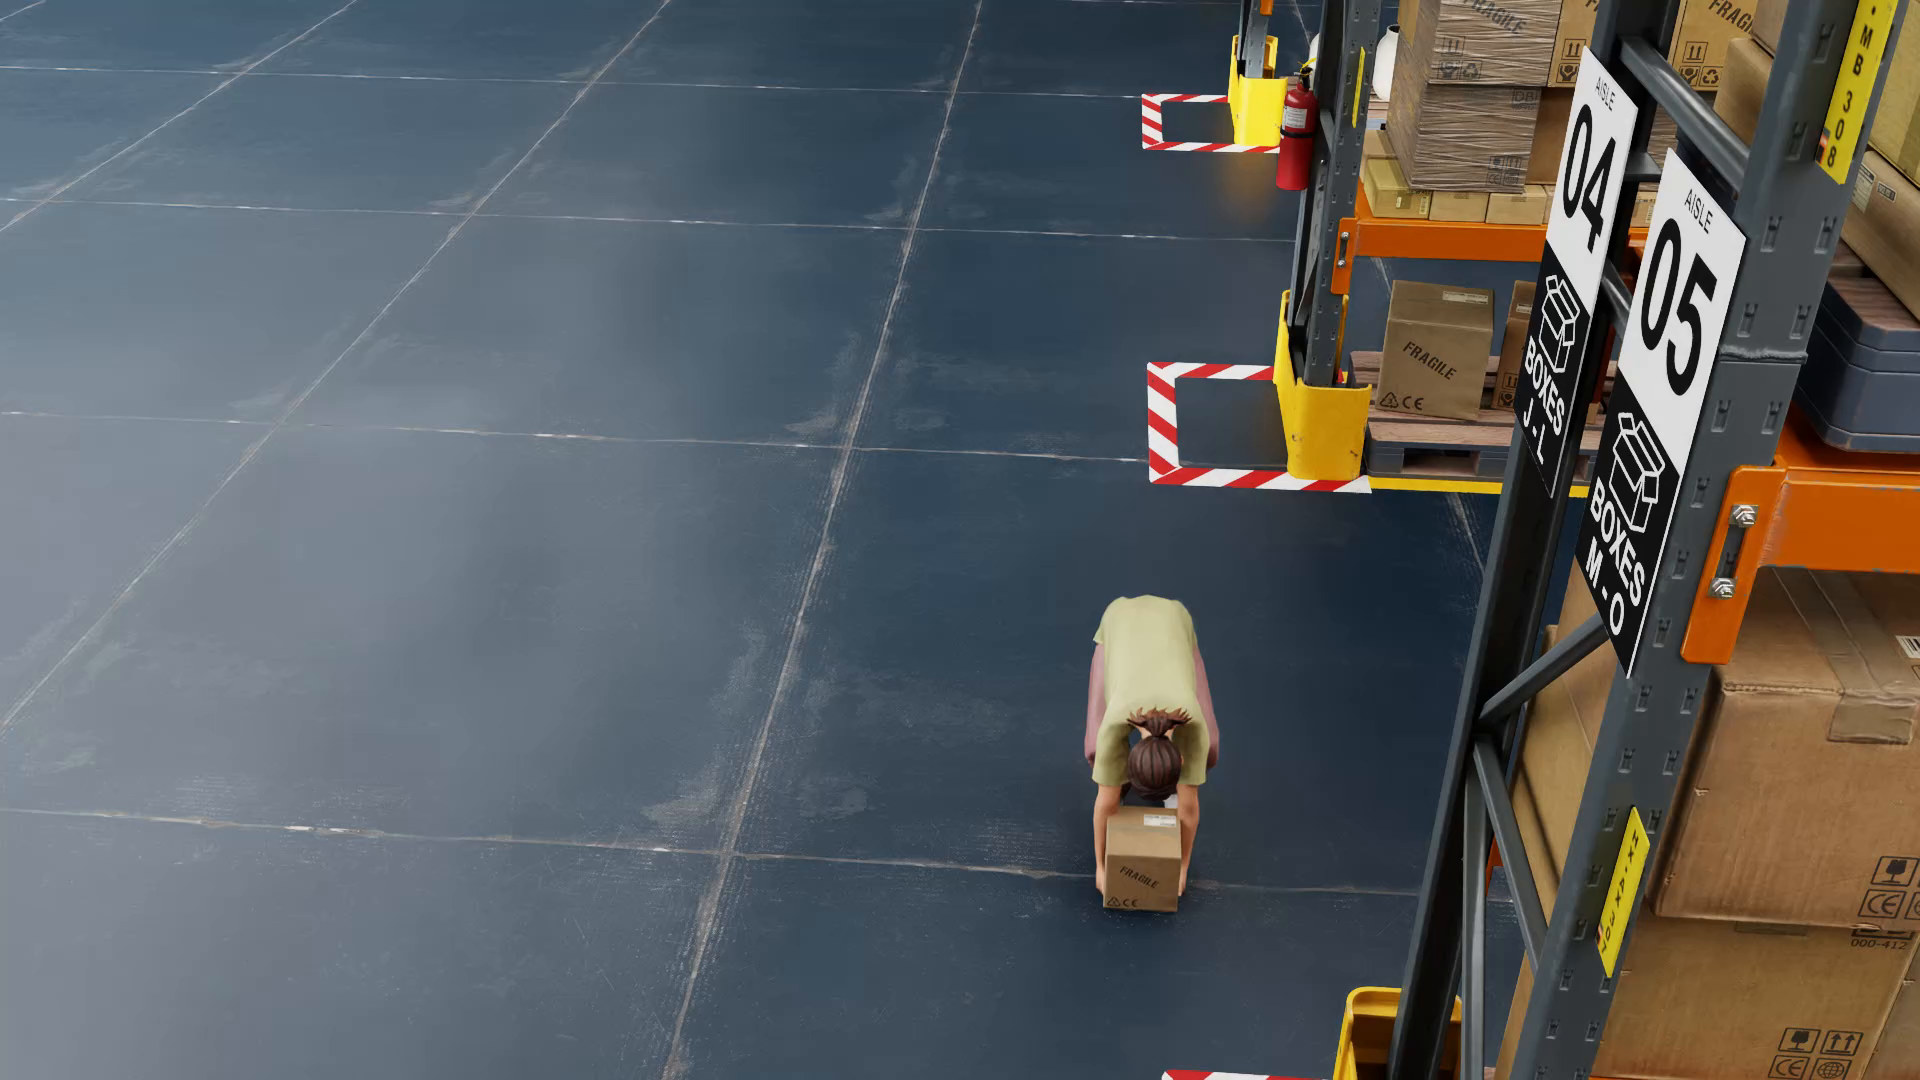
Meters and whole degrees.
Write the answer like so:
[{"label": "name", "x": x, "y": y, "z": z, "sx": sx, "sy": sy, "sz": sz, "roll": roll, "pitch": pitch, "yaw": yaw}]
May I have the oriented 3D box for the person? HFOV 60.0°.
[{"label": "person", "x": 0.669, "y": 0.705, "z": 5.837, "sx": 0.470, "sy": 0.827, "sz": 0.857, "roll": 1, "pitch": 32, "yaw": 2}]
